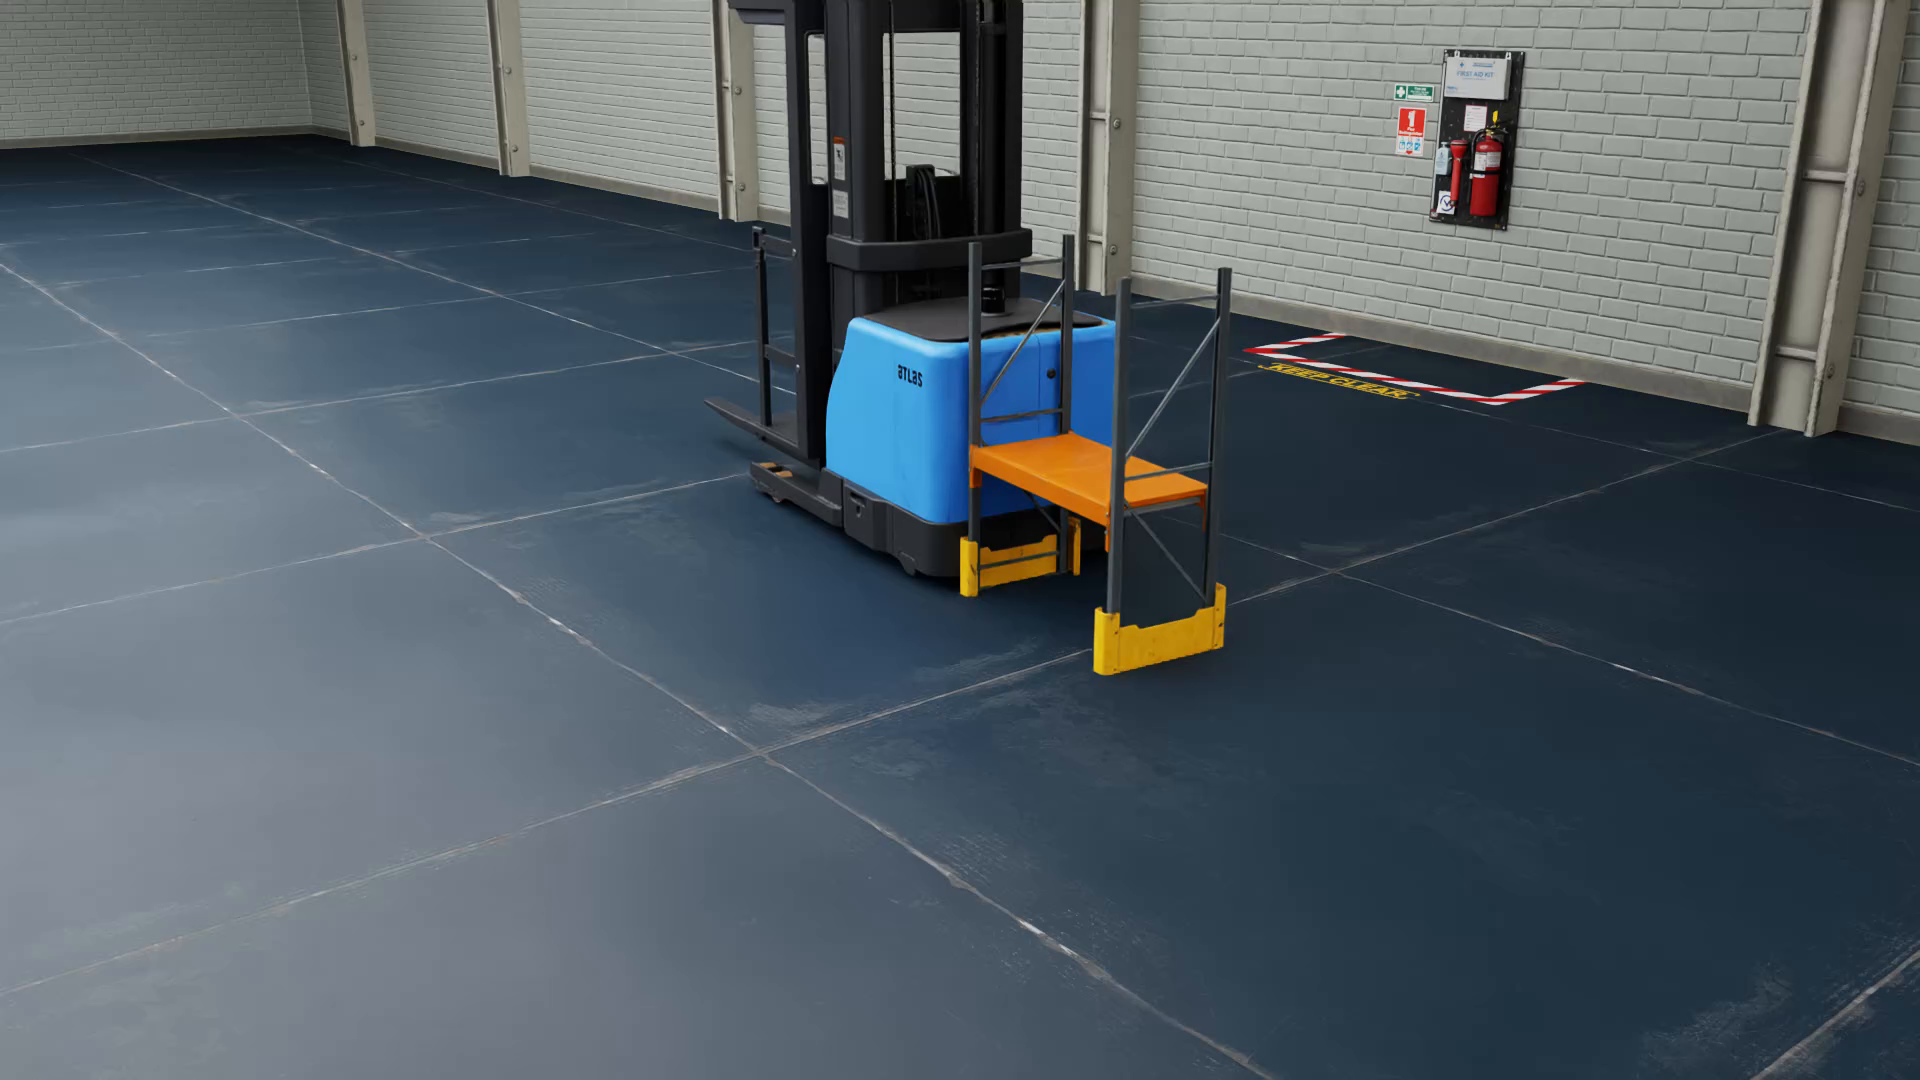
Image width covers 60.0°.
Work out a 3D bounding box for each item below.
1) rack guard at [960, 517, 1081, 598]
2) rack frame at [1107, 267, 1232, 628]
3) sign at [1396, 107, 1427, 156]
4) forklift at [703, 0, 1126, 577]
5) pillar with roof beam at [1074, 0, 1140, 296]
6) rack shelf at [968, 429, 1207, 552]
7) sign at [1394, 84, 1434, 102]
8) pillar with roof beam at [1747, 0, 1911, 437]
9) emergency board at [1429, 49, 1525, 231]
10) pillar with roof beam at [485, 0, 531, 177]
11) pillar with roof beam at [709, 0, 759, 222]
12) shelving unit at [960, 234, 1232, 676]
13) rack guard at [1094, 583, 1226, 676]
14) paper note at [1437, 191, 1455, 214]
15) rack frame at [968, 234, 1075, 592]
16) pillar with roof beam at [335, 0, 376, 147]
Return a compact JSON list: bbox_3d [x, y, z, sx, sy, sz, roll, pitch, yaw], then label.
[{"bbox_3d":[0.268,0.072,7.246,0.587,0.250,0.087,-11,21,-29],"label":"rack guard"},{"bbox_3d":[0.777,-0.251,6.236,0.500,1.500,0.032,-11,21,-29],"label":"rack frame"},{"bbox_3d":[3.188,-2.889,11.758,0.001,0.329,0.234,-14,23,-36],"label":"sign"},{"bbox_3d":[-0.427,-1.643,8.160,1.130,2.935,3.031,-11,21,-29],"label":"forklift"},{"bbox_3d":[-2.145,-5.585,10.414,9.100,9.000,0.400,-14,23,-36],"label":"pillar with roof beam"},{"bbox_3d":[0.518,-0.218,6.707,0.538,0.185,1.000,-11,21,-29],"label":"rack shelf"},{"bbox_3d":[3.184,-3.137,11.666,0.001,0.109,0.331,-14,23,-36],"label":"sign"},{"bbox_3d":[1.580,-4.107,5.949,9.100,9.000,0.400,-14,23,-36],"label":"pillar with roof beam"},{"bbox_3d":[3.450,-2.715,11.291,0.194,1.169,0.643,-14,23,-36],"label":"emergency board"},{"bbox_3d":[-9.596,-8.542,19.344,9.100,9.000,0.400,-14,23,-36],"label":"pillar with roof beam"},{"bbox_3d":[-5.871,-7.064,14.879,9.100,9.000,0.400,-14,23,-36],"label":"pillar with roof beam"},{"bbox_3d":[0.522,-0.386,6.643,0.587,1.500,1.083,-11,21,-29],"label":"shelving unit"},{"bbox_3d":[0.777,0.342,6.433,0.587,0.250,0.087,-11,21,-29],"label":"rack guard"},{"bbox_3d":[3.394,-2.354,11.602,0.016,0.148,0.142,-14,23,-36],"label":"paper note"},{"bbox_3d":[0.258,-0.526,7.065,0.500,1.500,0.032,-11,21,-29],"label":"rack frame"},{"bbox_3d":[-13.321,-10.021,23.809,9.100,9.000,0.400,-14,23,-36],"label":"pillar with roof beam"}]
